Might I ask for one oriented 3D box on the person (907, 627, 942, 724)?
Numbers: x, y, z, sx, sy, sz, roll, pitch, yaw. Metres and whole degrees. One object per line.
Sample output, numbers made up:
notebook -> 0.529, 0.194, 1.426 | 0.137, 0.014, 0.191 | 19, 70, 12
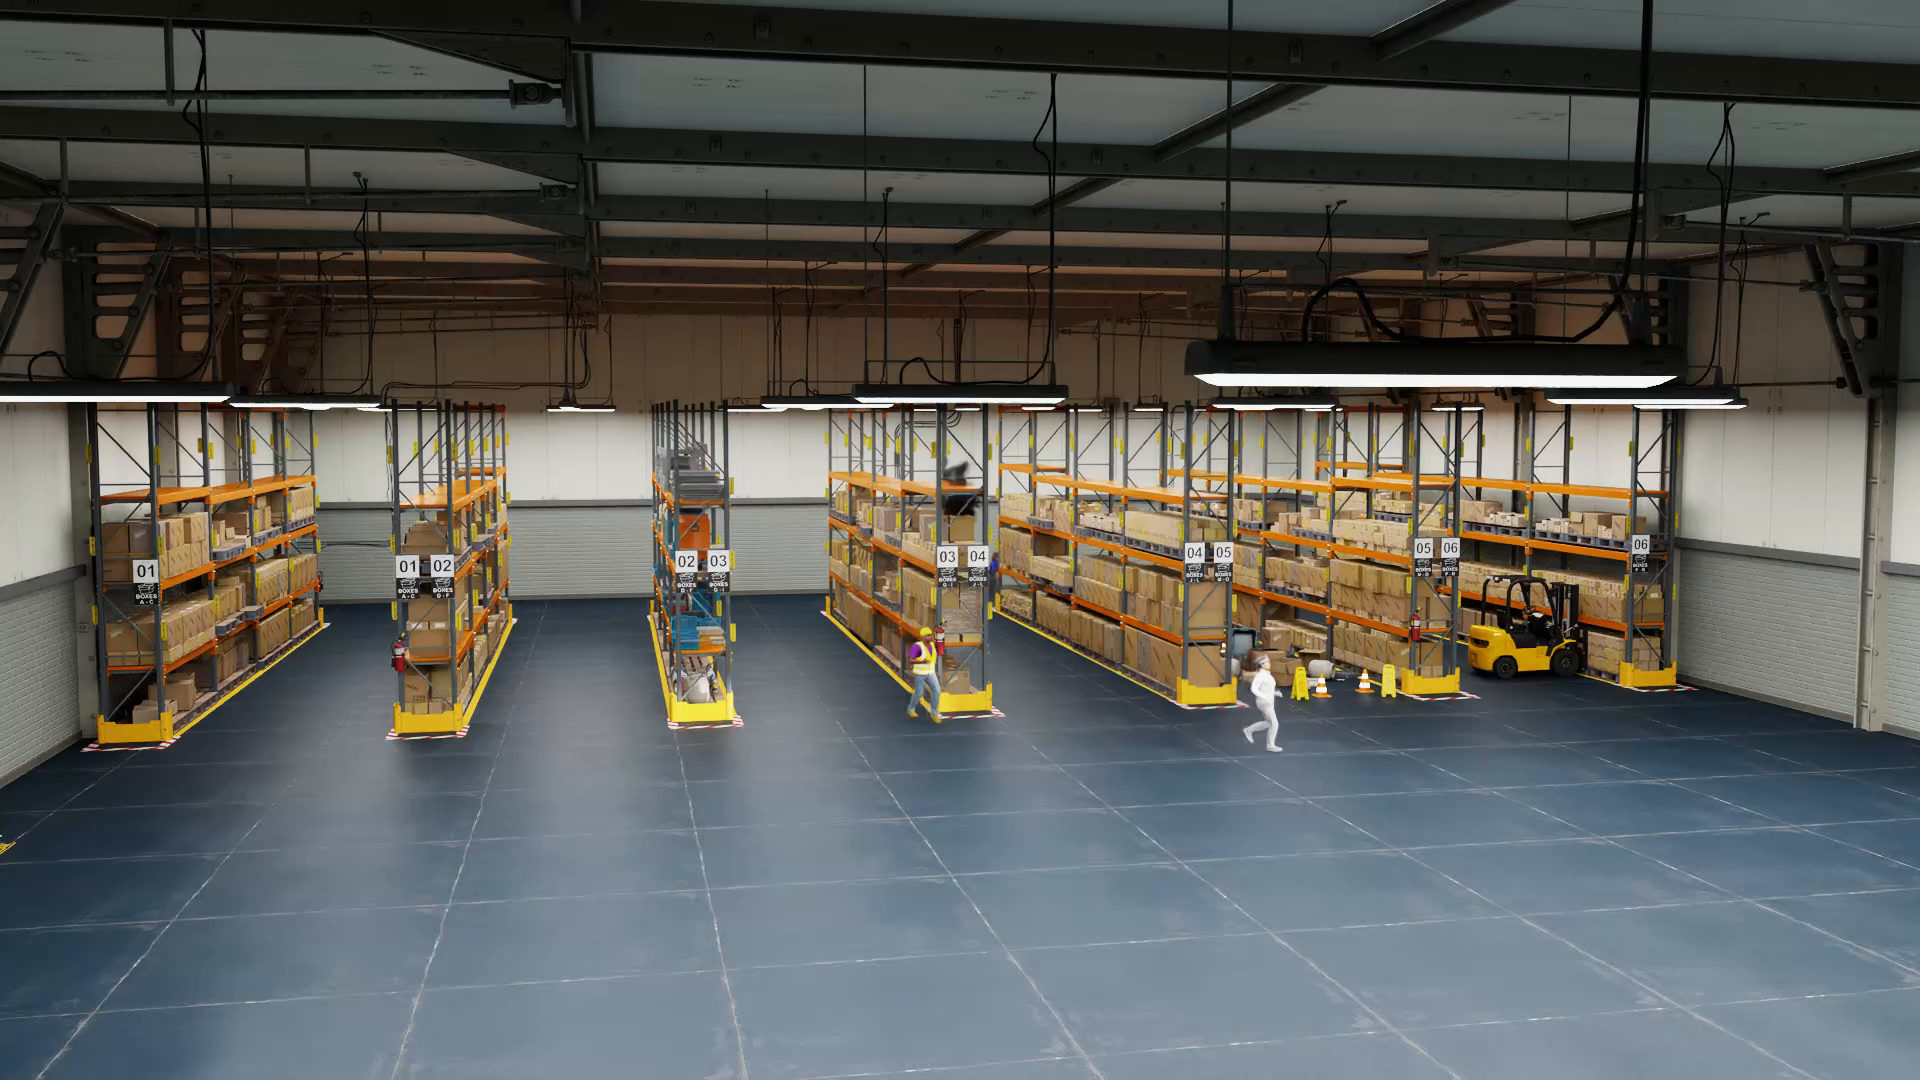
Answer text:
person -> -0.684, 2.515, 31.036 | 0.719, 1.793, 0.830 | -3, 5, -38

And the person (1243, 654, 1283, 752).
person -> 5.151, 2.760, 28.299 | 0.718, 1.653, 0.621 | 2, 5, 25

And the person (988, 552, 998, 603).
person -> 0.901, 1.164, 49.962 | 0.725, 1.630, 0.715 | 0, 4, 1
